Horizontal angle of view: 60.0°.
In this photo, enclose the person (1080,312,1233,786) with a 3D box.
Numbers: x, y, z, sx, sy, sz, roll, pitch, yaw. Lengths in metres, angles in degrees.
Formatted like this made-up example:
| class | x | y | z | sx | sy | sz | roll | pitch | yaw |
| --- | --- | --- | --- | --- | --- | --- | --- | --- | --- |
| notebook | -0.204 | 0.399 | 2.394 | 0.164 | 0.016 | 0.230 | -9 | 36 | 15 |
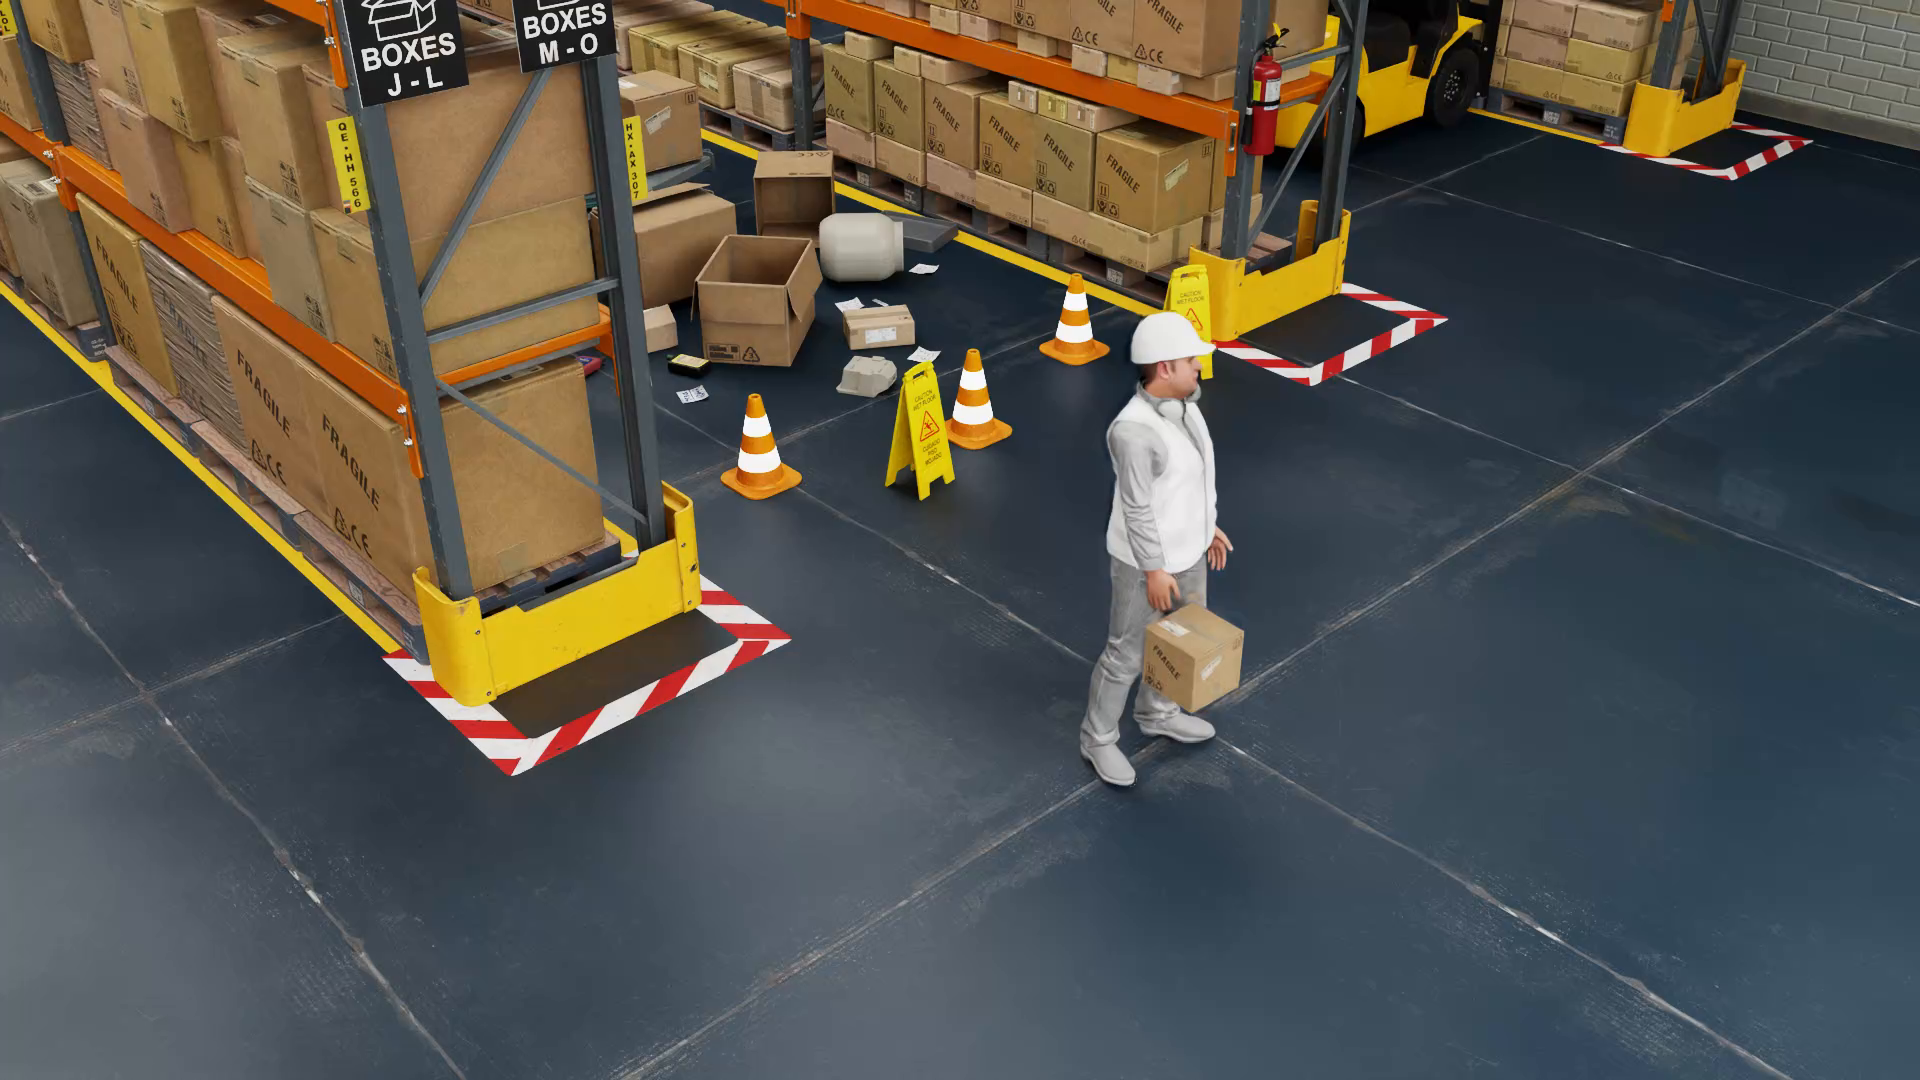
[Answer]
| class | x | y | z | sx | sy | sz | roll | pitch | yaw |
| --- | --- | --- | --- | --- | --- | --- | --- | --- | --- |
| person | 0.728 | 0.044 | 6.042 | 0.438 | 1.768 | 0.614 | 16 | 35 | 25 |
